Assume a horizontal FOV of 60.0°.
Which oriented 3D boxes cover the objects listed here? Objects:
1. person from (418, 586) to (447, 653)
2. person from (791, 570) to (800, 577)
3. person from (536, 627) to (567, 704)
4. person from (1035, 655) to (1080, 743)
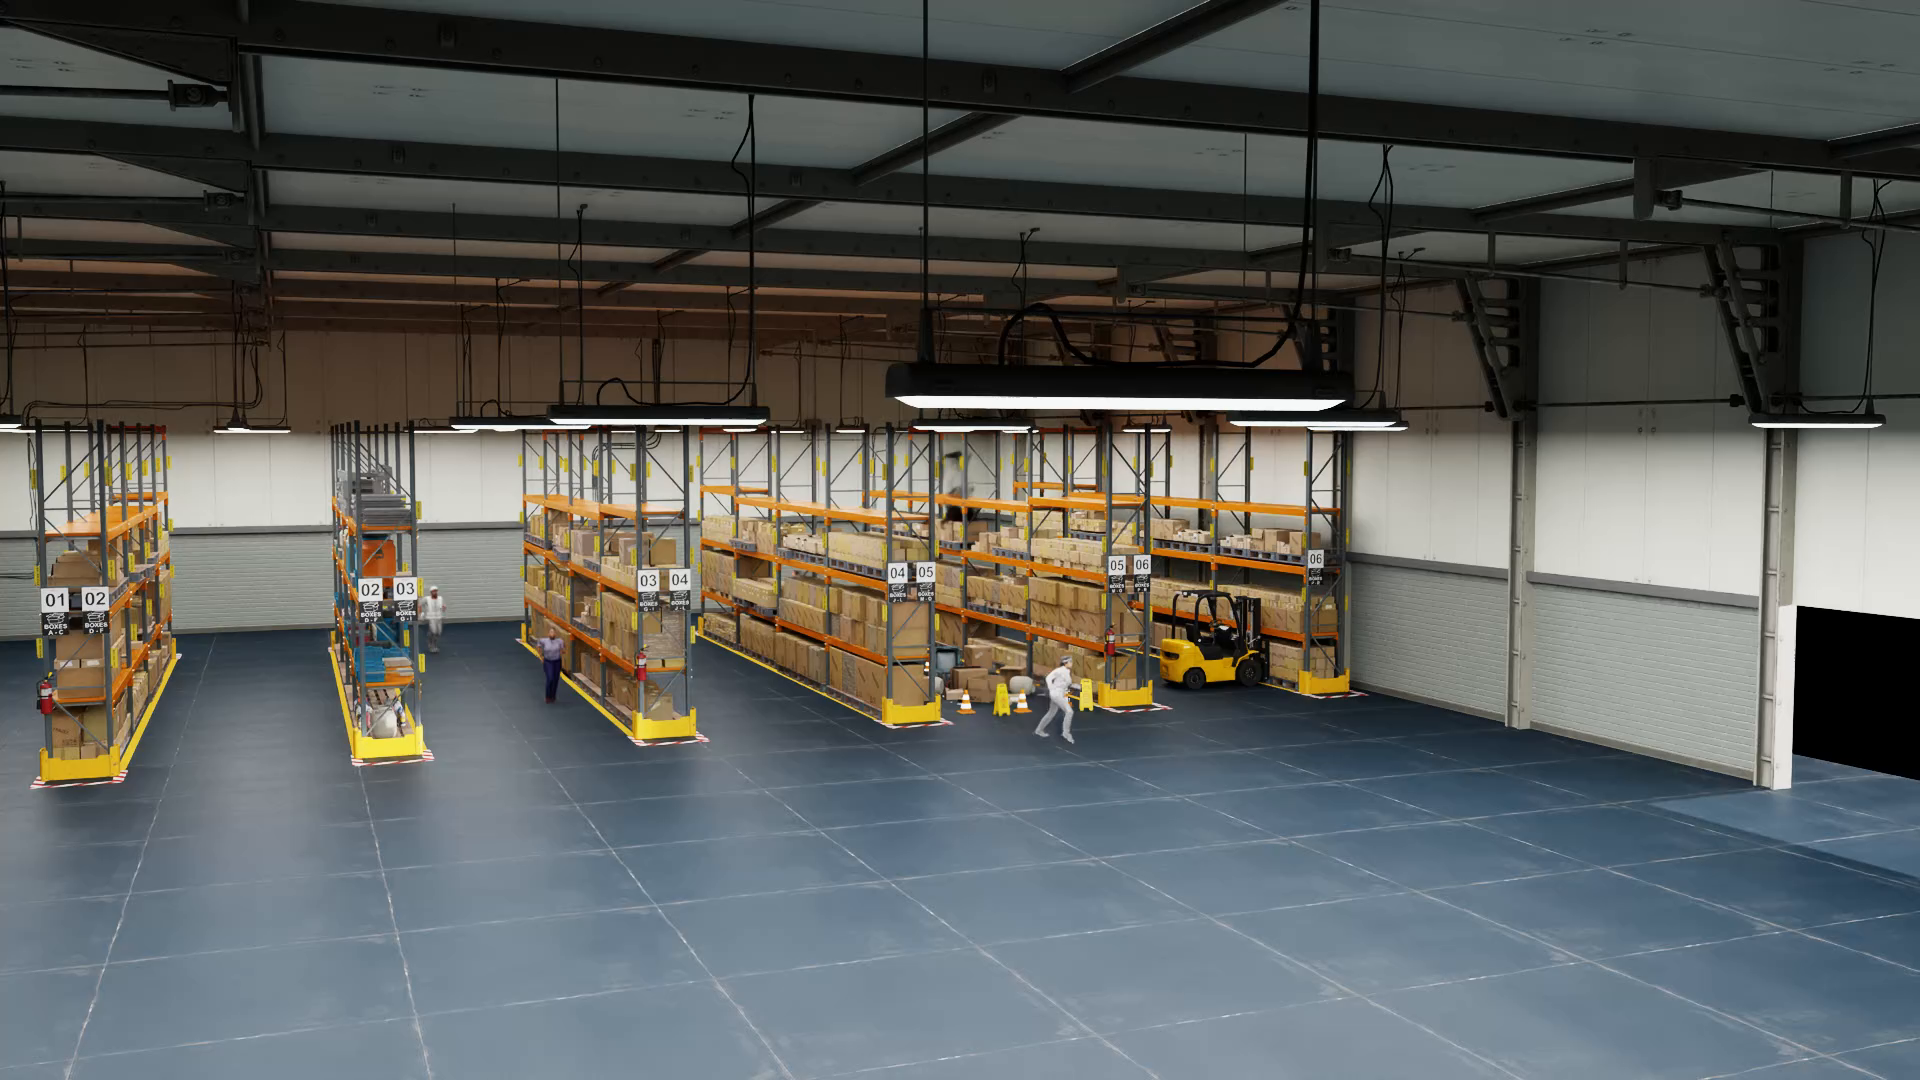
[{"bbox_3d":[-13.850,2.095,43.843,0.662,1.765,0.677,-3,5,-39],"label":"person"},{"bbox_3d":[-4.958,1.874,50.154,0.776,1.465,0.566,-2,4,-28],"label":"person"},{"bbox_3d":[-8.729,2.707,35.618,0.602,1.673,0.746,-2,4,-24],"label":"person"},{"bbox_3d":[1.808,2.967,31.201,0.864,1.670,0.631,1,4,21],"label":"person"}]
